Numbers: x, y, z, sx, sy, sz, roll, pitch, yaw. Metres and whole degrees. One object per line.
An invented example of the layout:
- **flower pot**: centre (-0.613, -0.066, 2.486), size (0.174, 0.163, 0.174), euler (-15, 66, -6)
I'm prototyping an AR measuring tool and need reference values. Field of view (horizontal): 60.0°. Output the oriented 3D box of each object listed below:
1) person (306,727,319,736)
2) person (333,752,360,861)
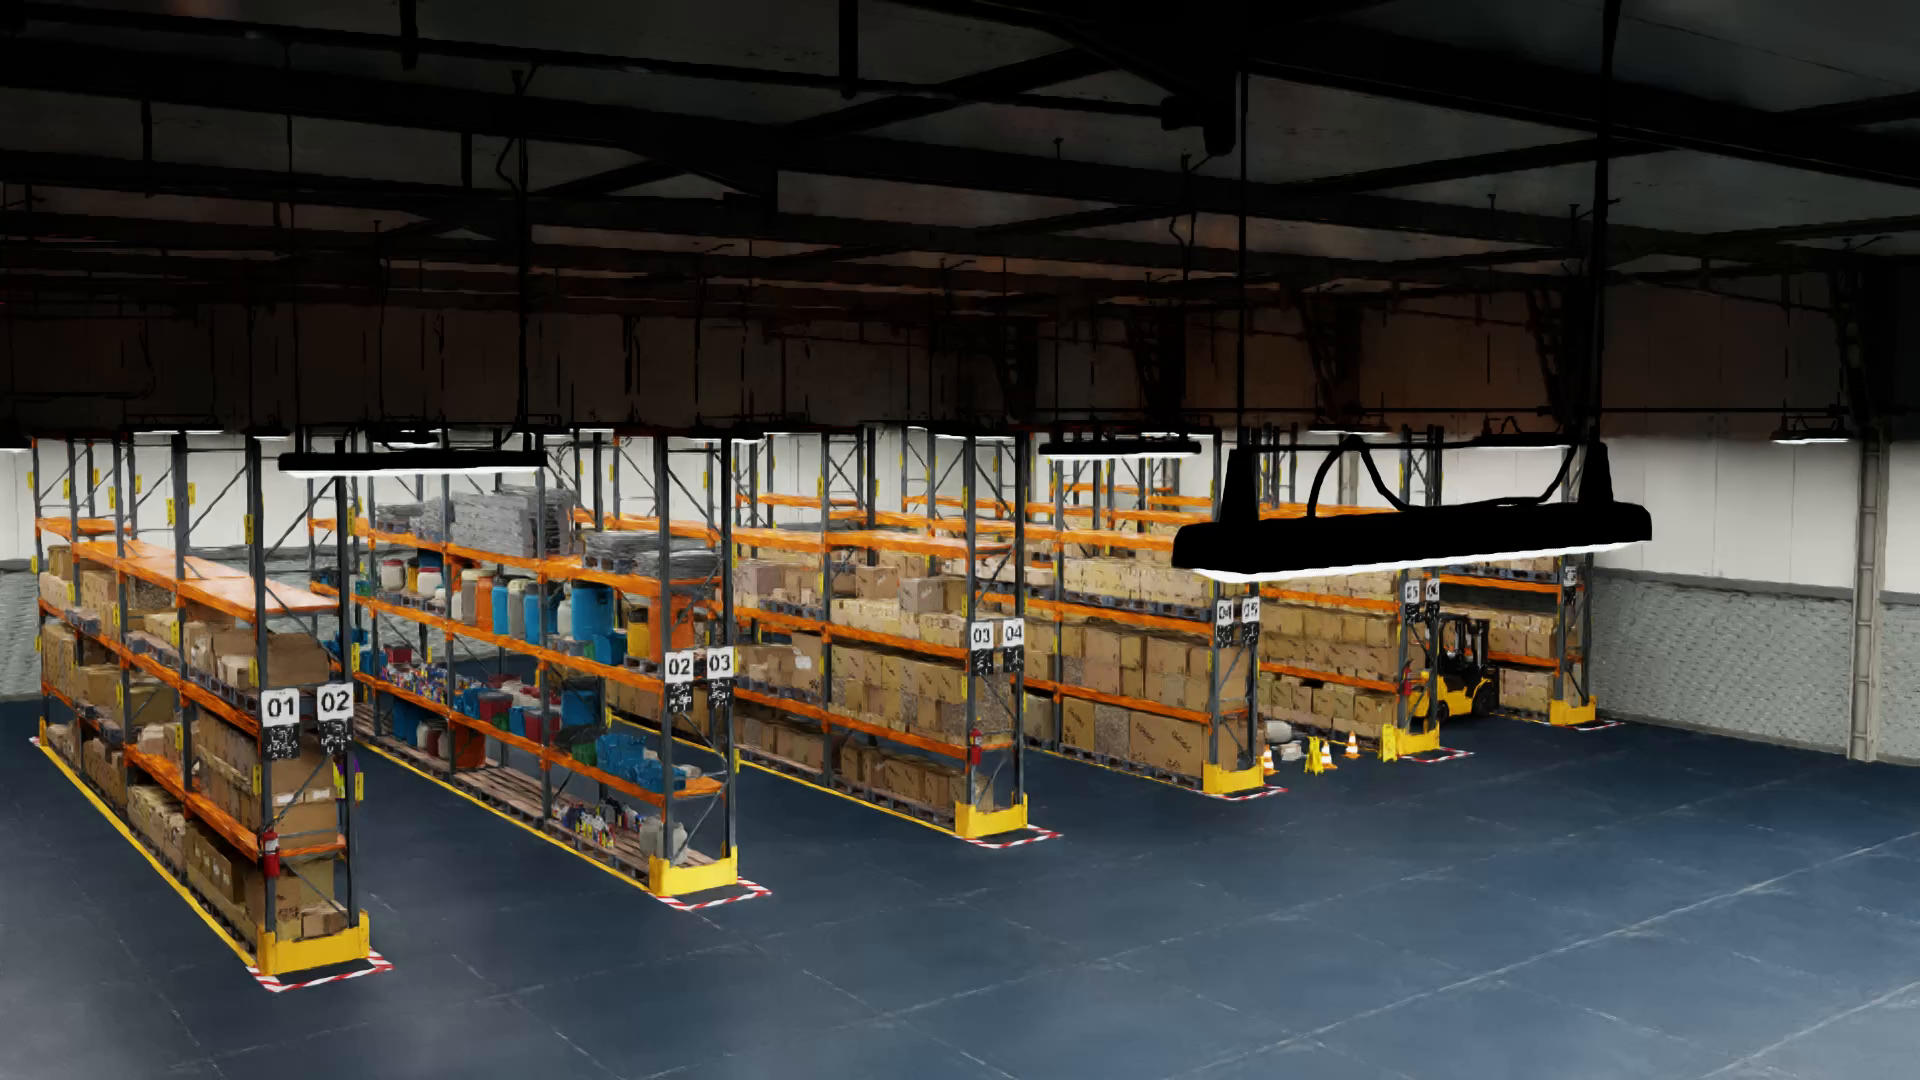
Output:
- **person**: centre (-11.097, 3.286, 28.243), size (0.677, 1.674, 0.532), euler (-4, 6, -39)
- **person**: centre (-8.776, 3.626, 23.563), size (0.575, 1.689, 1.128), euler (-4, 6, -39)
